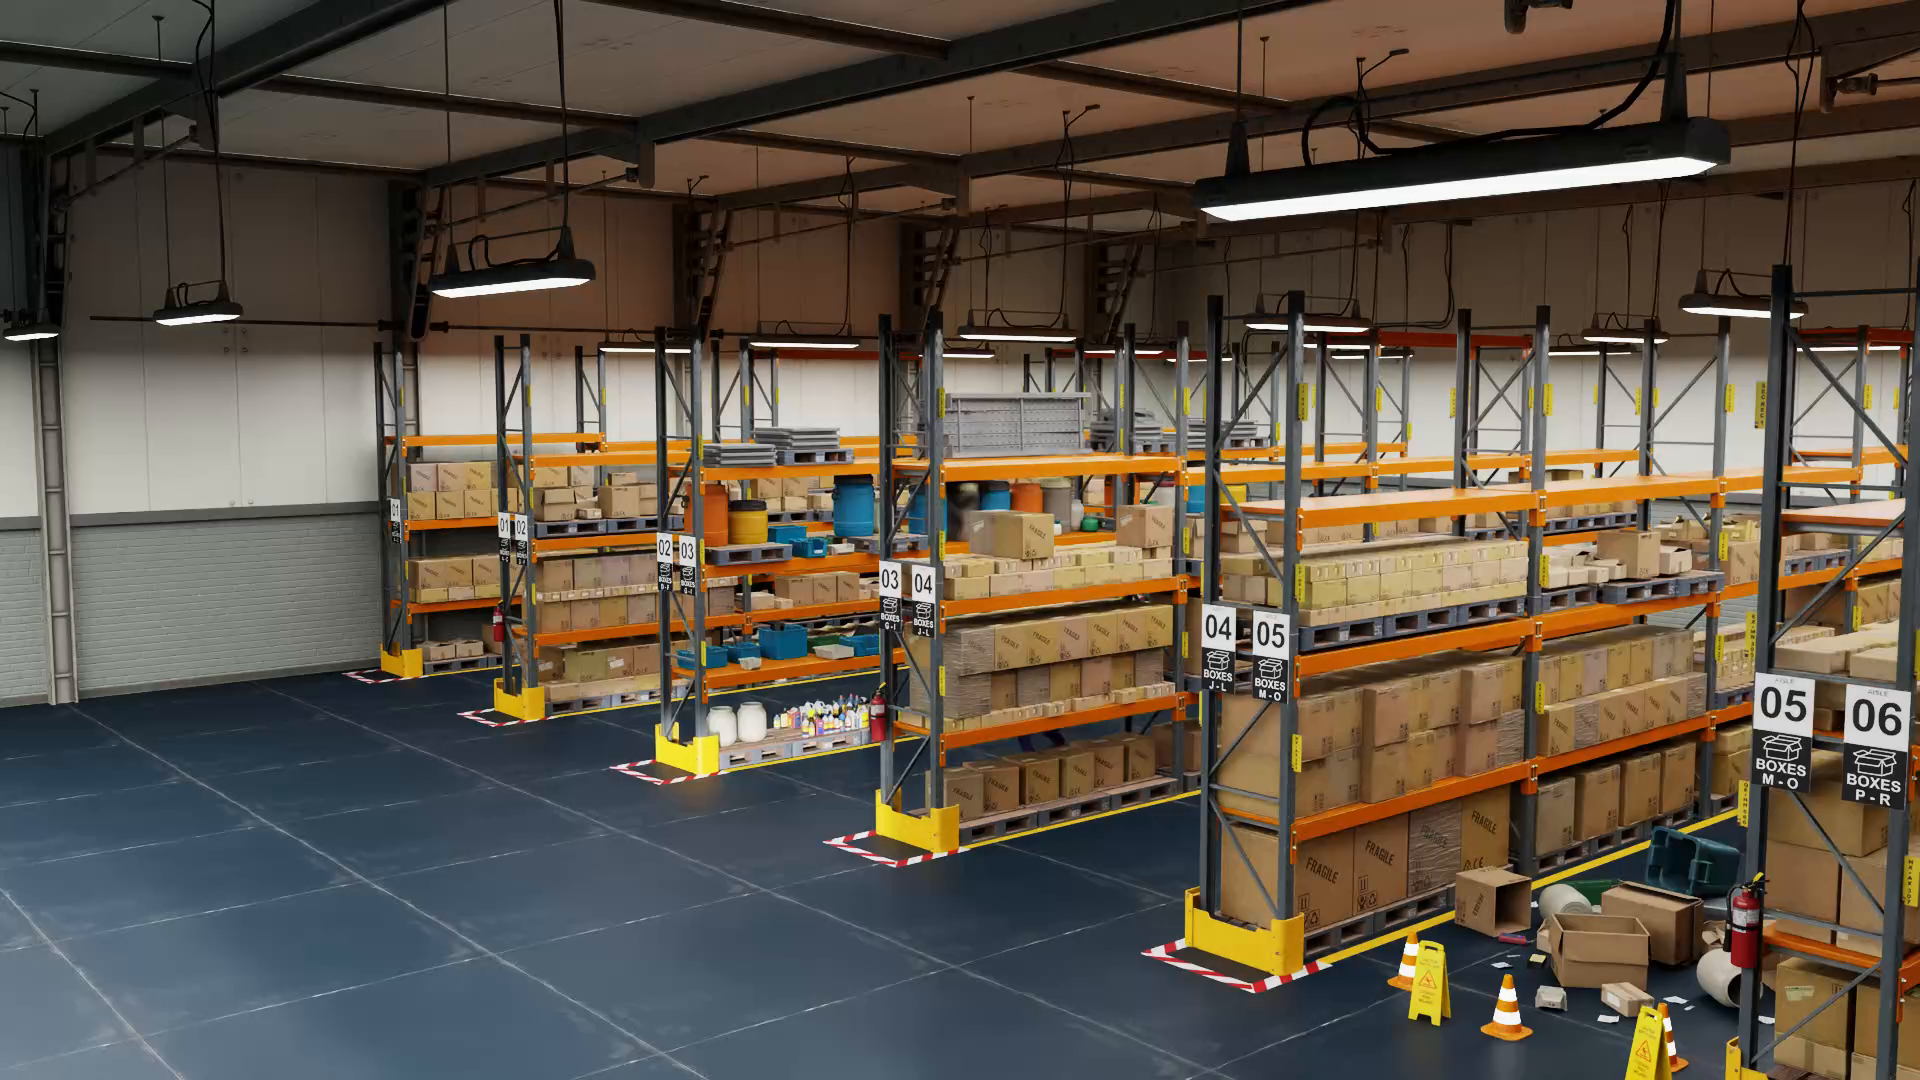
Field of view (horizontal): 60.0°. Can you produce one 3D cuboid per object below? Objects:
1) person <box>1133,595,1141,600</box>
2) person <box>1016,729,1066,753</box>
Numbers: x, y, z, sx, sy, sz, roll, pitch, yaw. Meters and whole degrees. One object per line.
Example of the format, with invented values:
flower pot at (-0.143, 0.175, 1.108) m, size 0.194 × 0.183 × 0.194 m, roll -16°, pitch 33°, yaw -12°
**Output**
person at (3.308, 1.589, 30.748) m, size 0.652 × 1.631 × 0.984 m, roll 5°, pitch 7°, yaw 44°
person at (1.120, 2.332, 23.257) m, size 0.999 × 1.513 × 0.598 m, roll -4°, pitch 7°, yaw -39°
